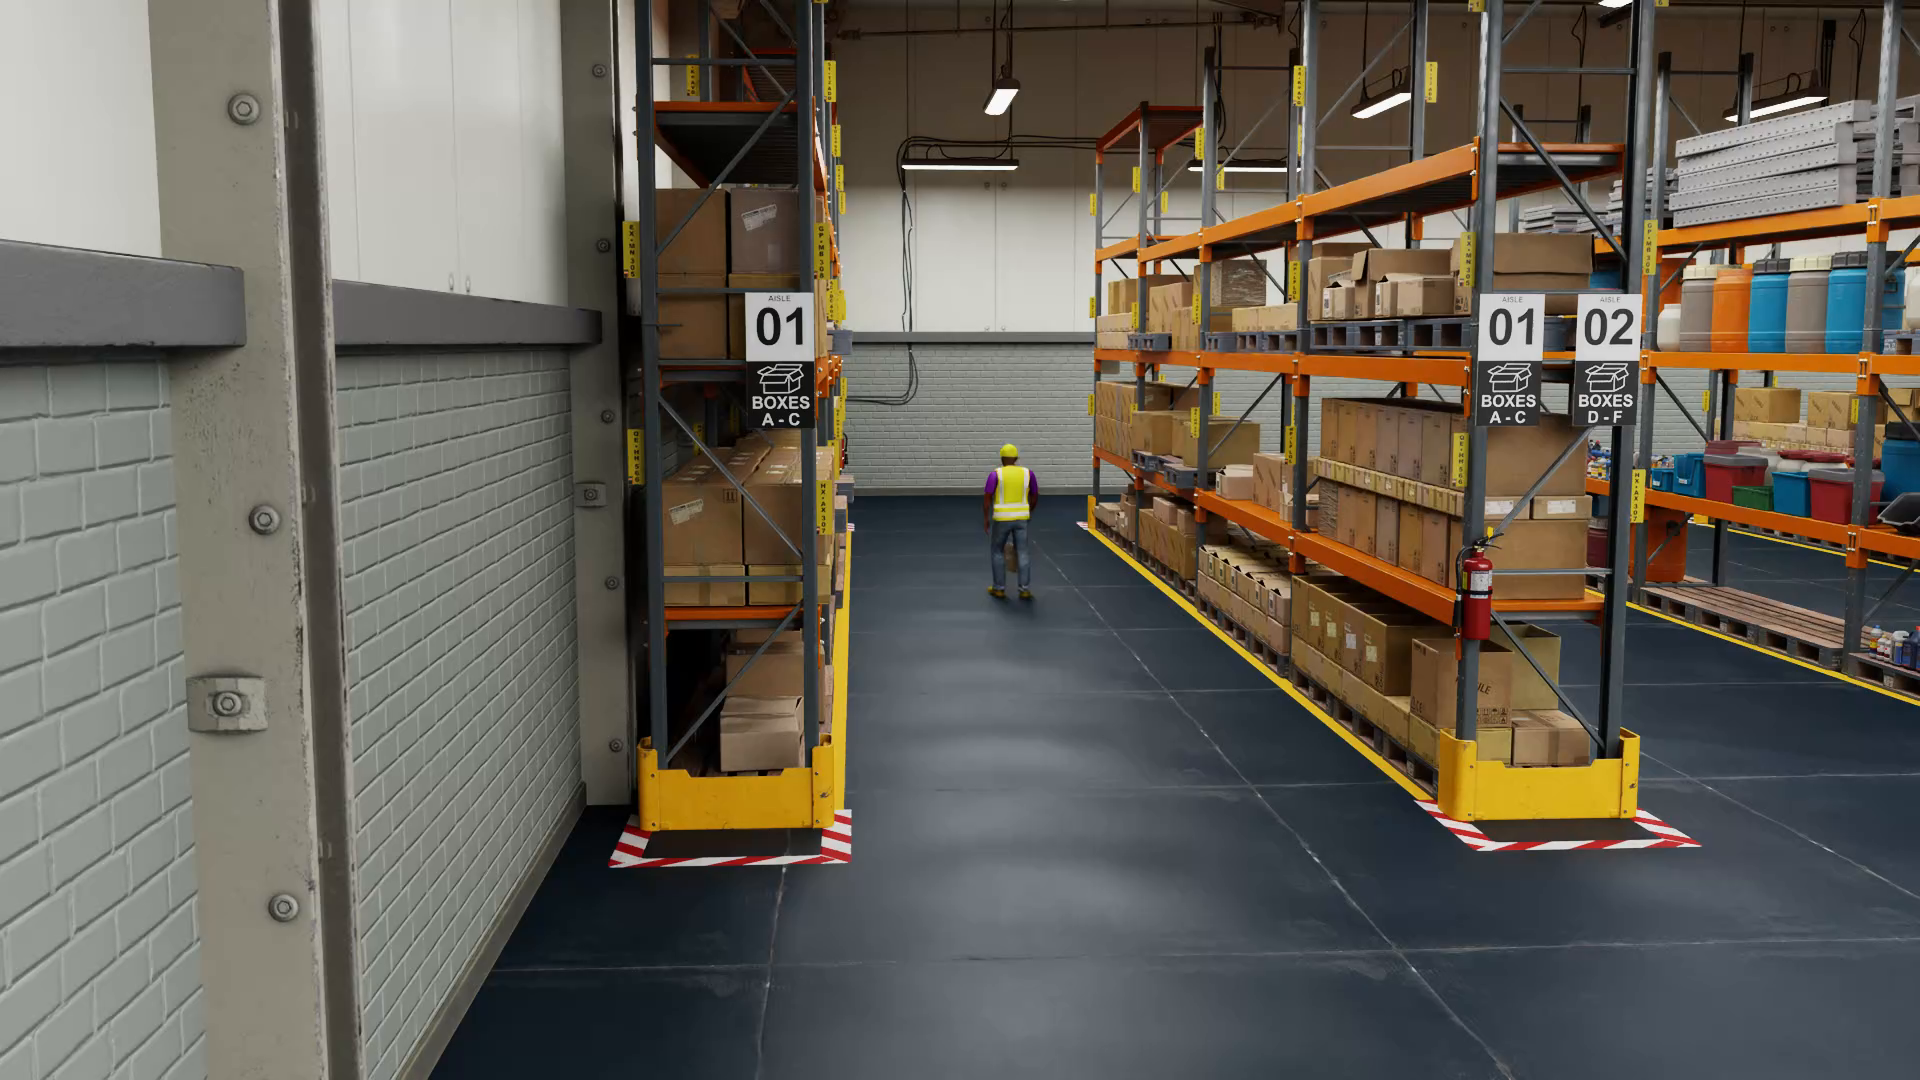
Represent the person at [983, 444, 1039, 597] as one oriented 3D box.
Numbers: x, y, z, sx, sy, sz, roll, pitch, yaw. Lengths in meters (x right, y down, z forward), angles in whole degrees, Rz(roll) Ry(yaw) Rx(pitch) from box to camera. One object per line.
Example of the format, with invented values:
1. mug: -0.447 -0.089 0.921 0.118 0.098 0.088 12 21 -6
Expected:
1. person: 0.583 -0.219 19.022 0.670 1.747 0.688 -1 7 -12
